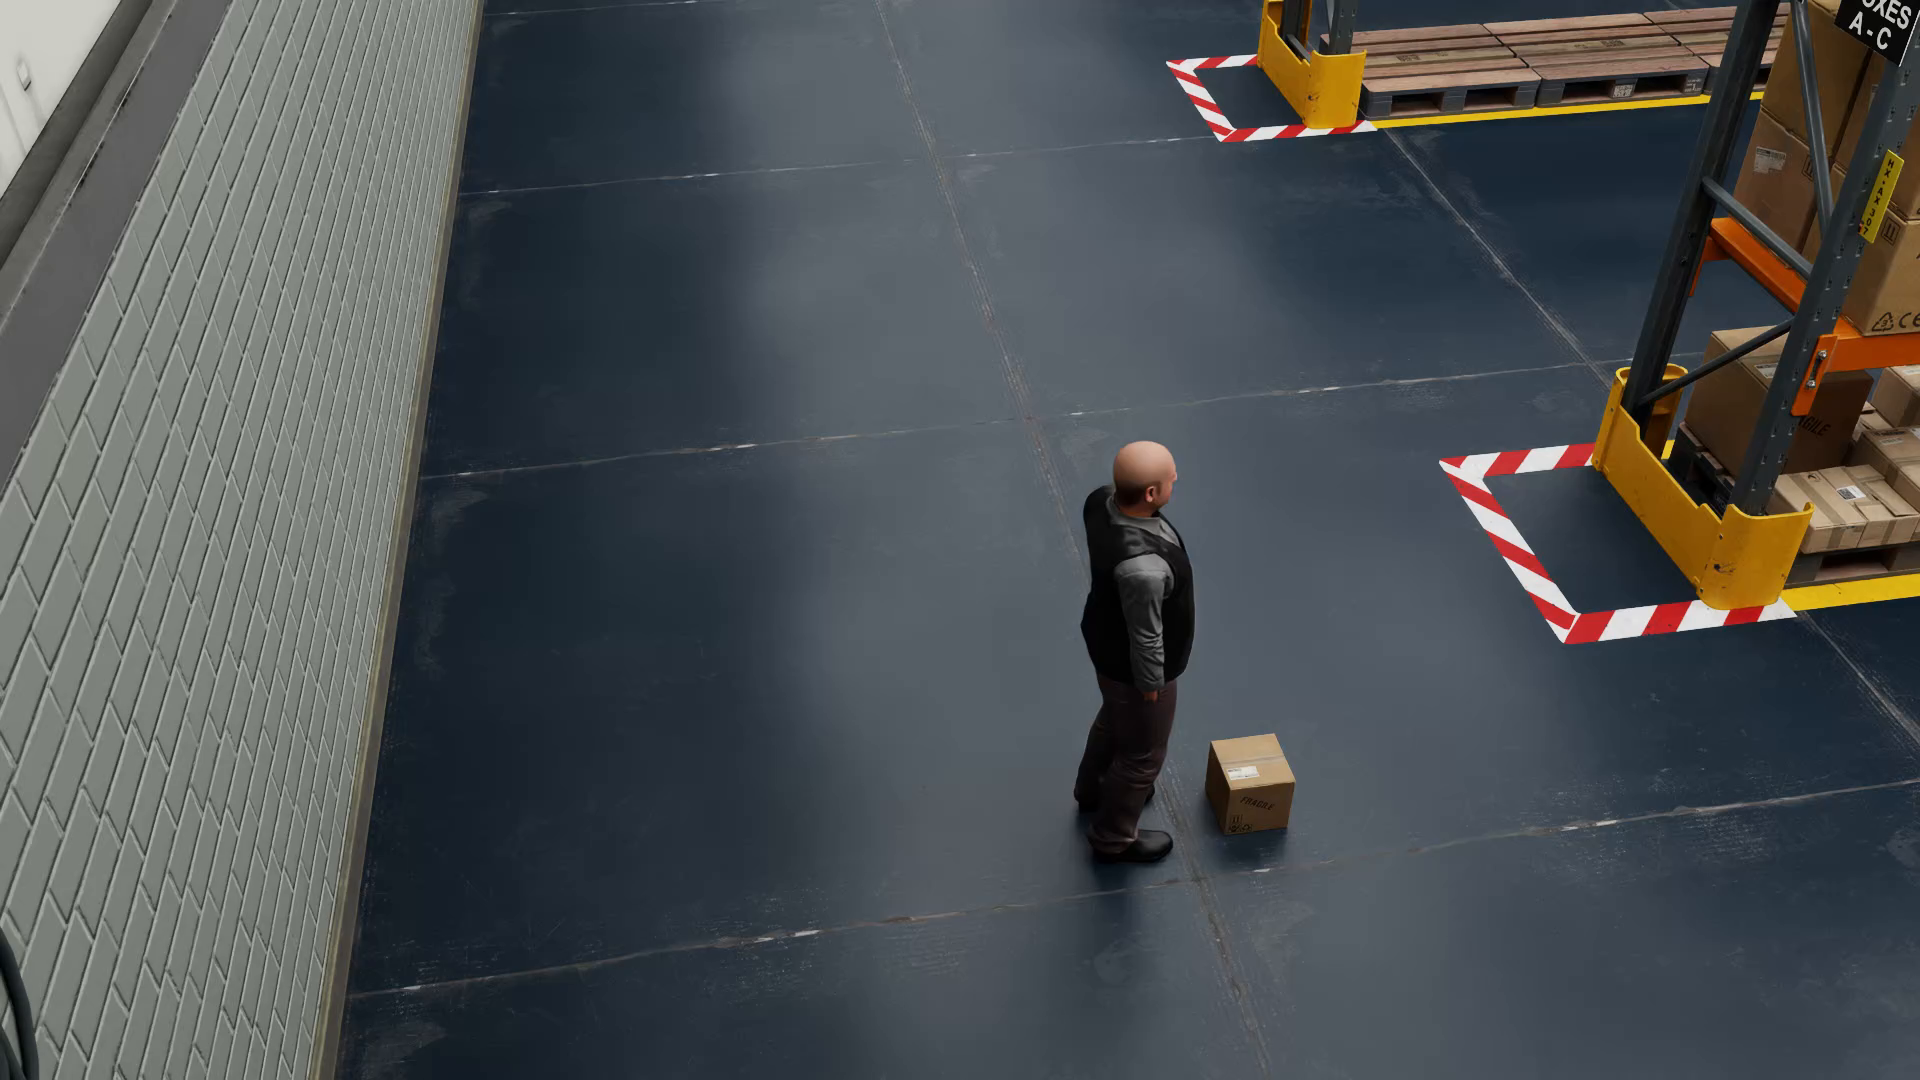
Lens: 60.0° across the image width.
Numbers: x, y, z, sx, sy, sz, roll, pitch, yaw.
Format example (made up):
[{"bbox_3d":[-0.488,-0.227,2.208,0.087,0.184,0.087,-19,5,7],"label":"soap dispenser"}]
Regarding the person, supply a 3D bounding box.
[{"bbox_3d":[0.597,0.378,5.701,0.360,1.716,0.532,-6,39,-7],"label":"person"}]
